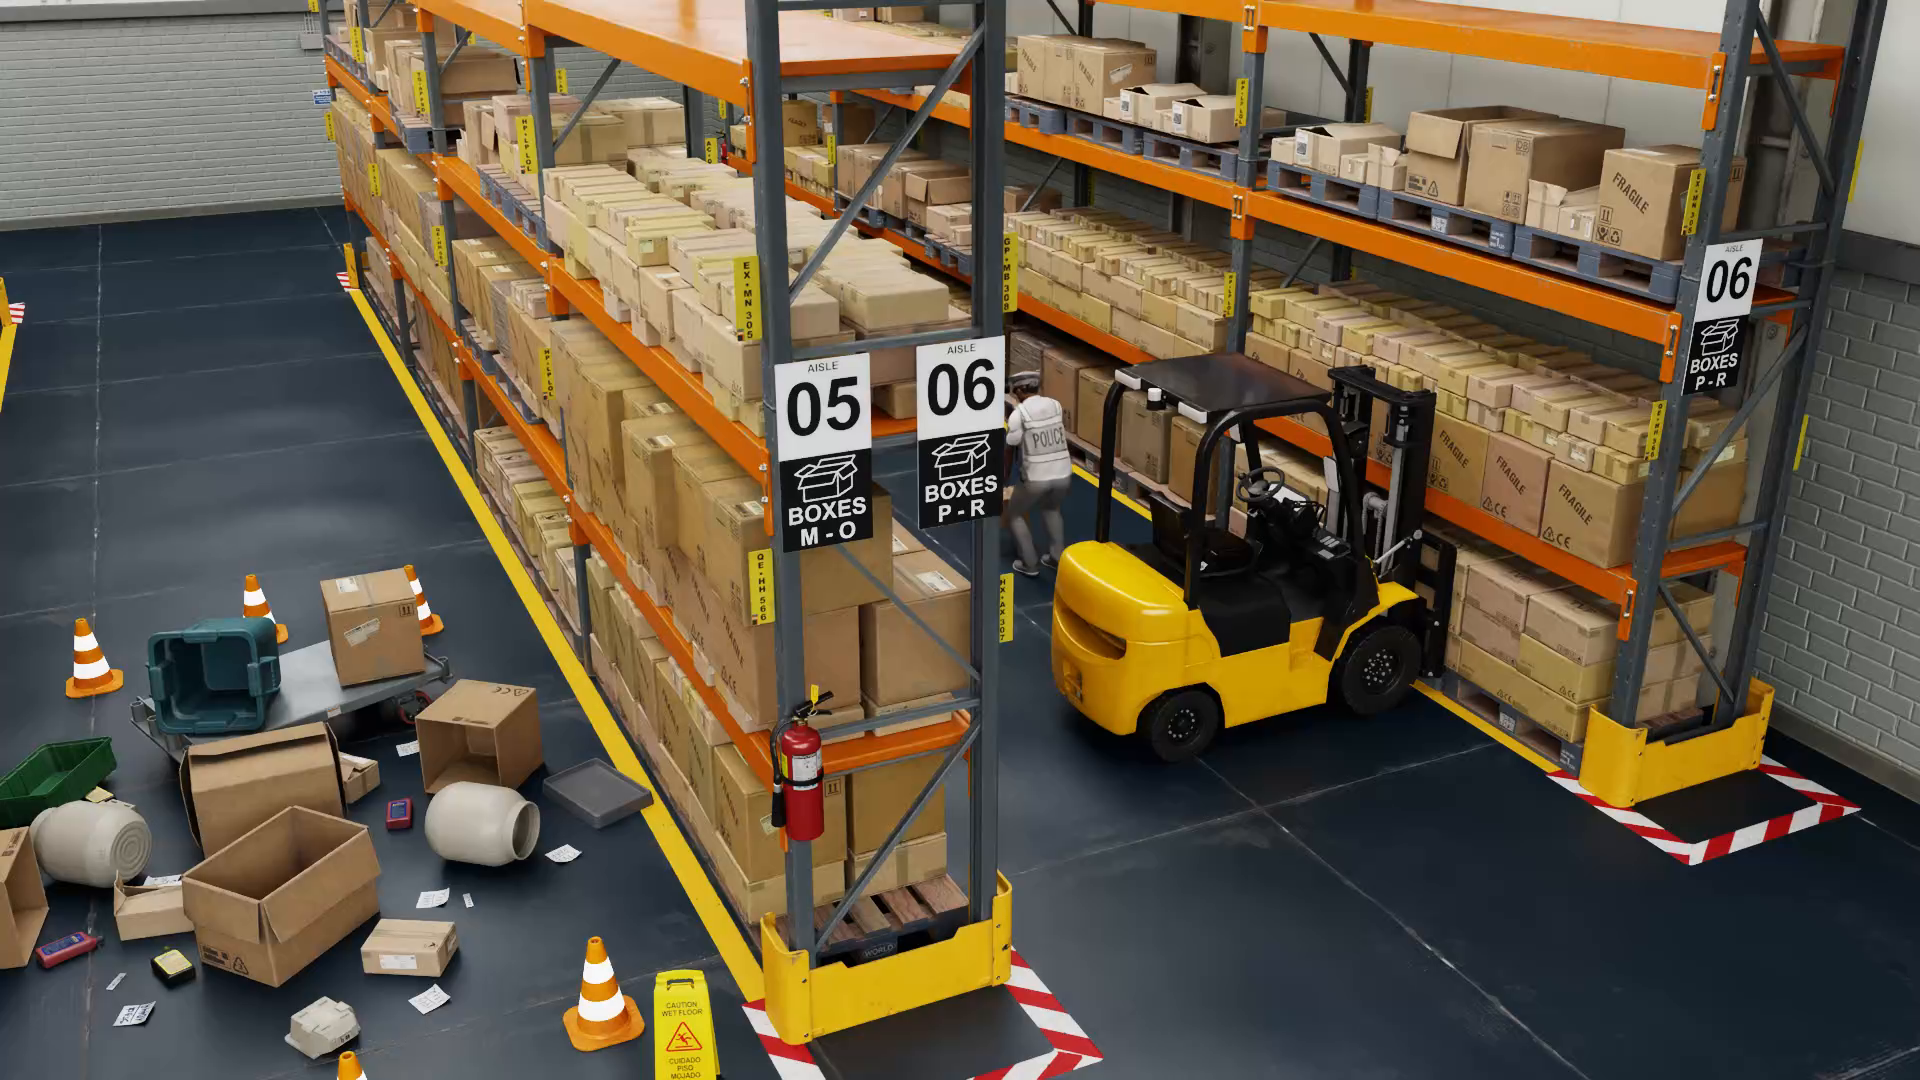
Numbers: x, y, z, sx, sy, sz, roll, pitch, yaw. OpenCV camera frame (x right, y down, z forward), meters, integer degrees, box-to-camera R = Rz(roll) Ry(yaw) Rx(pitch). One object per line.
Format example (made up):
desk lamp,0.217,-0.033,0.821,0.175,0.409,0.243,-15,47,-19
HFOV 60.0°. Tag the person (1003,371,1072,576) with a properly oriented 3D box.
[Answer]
person,0.552,-0.489,12.386,0.484,1.528,0.585,-10,24,-23
